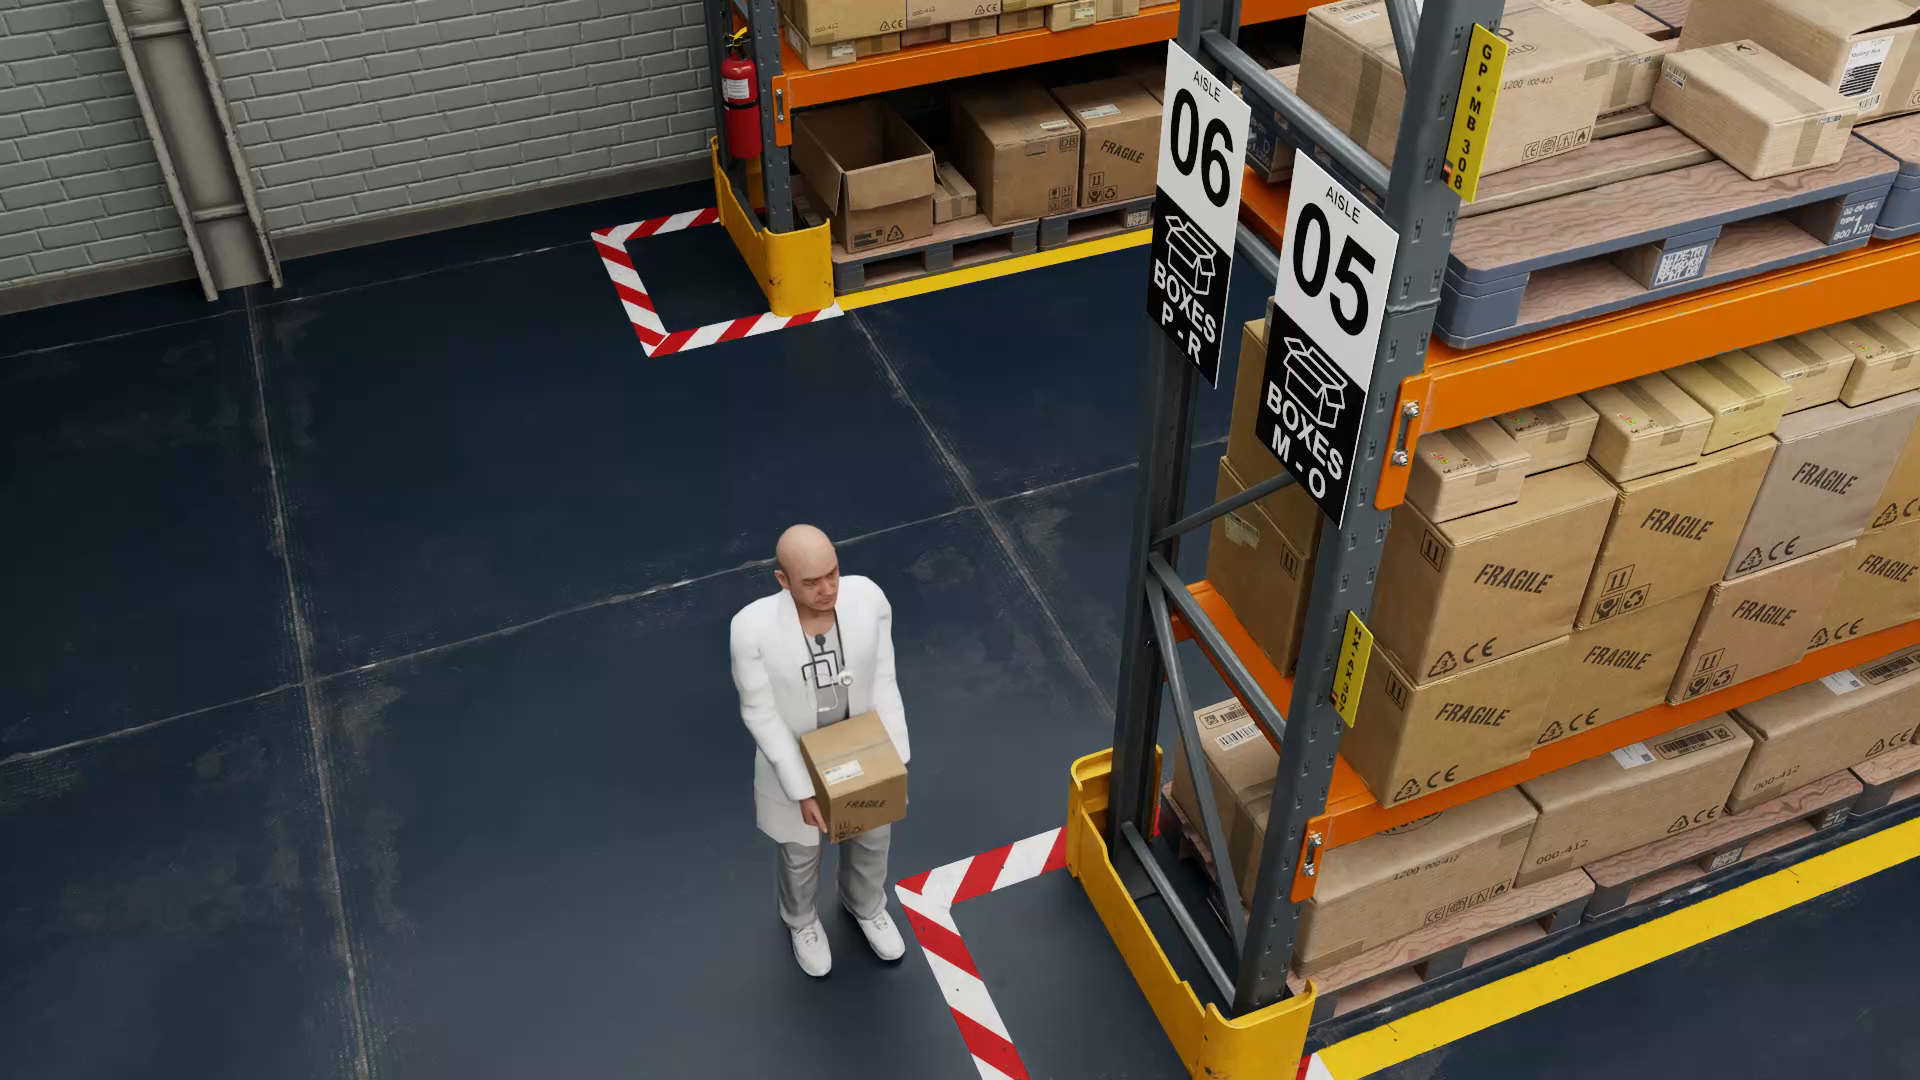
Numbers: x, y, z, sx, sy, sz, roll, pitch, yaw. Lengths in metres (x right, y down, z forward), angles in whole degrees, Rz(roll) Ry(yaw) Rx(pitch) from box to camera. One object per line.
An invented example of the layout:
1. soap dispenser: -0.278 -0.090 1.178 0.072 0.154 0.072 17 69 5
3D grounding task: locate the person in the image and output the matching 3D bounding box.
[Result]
1. person: -0.395 0.750 5.318 0.528 1.774 0.558 -17 44 -19
